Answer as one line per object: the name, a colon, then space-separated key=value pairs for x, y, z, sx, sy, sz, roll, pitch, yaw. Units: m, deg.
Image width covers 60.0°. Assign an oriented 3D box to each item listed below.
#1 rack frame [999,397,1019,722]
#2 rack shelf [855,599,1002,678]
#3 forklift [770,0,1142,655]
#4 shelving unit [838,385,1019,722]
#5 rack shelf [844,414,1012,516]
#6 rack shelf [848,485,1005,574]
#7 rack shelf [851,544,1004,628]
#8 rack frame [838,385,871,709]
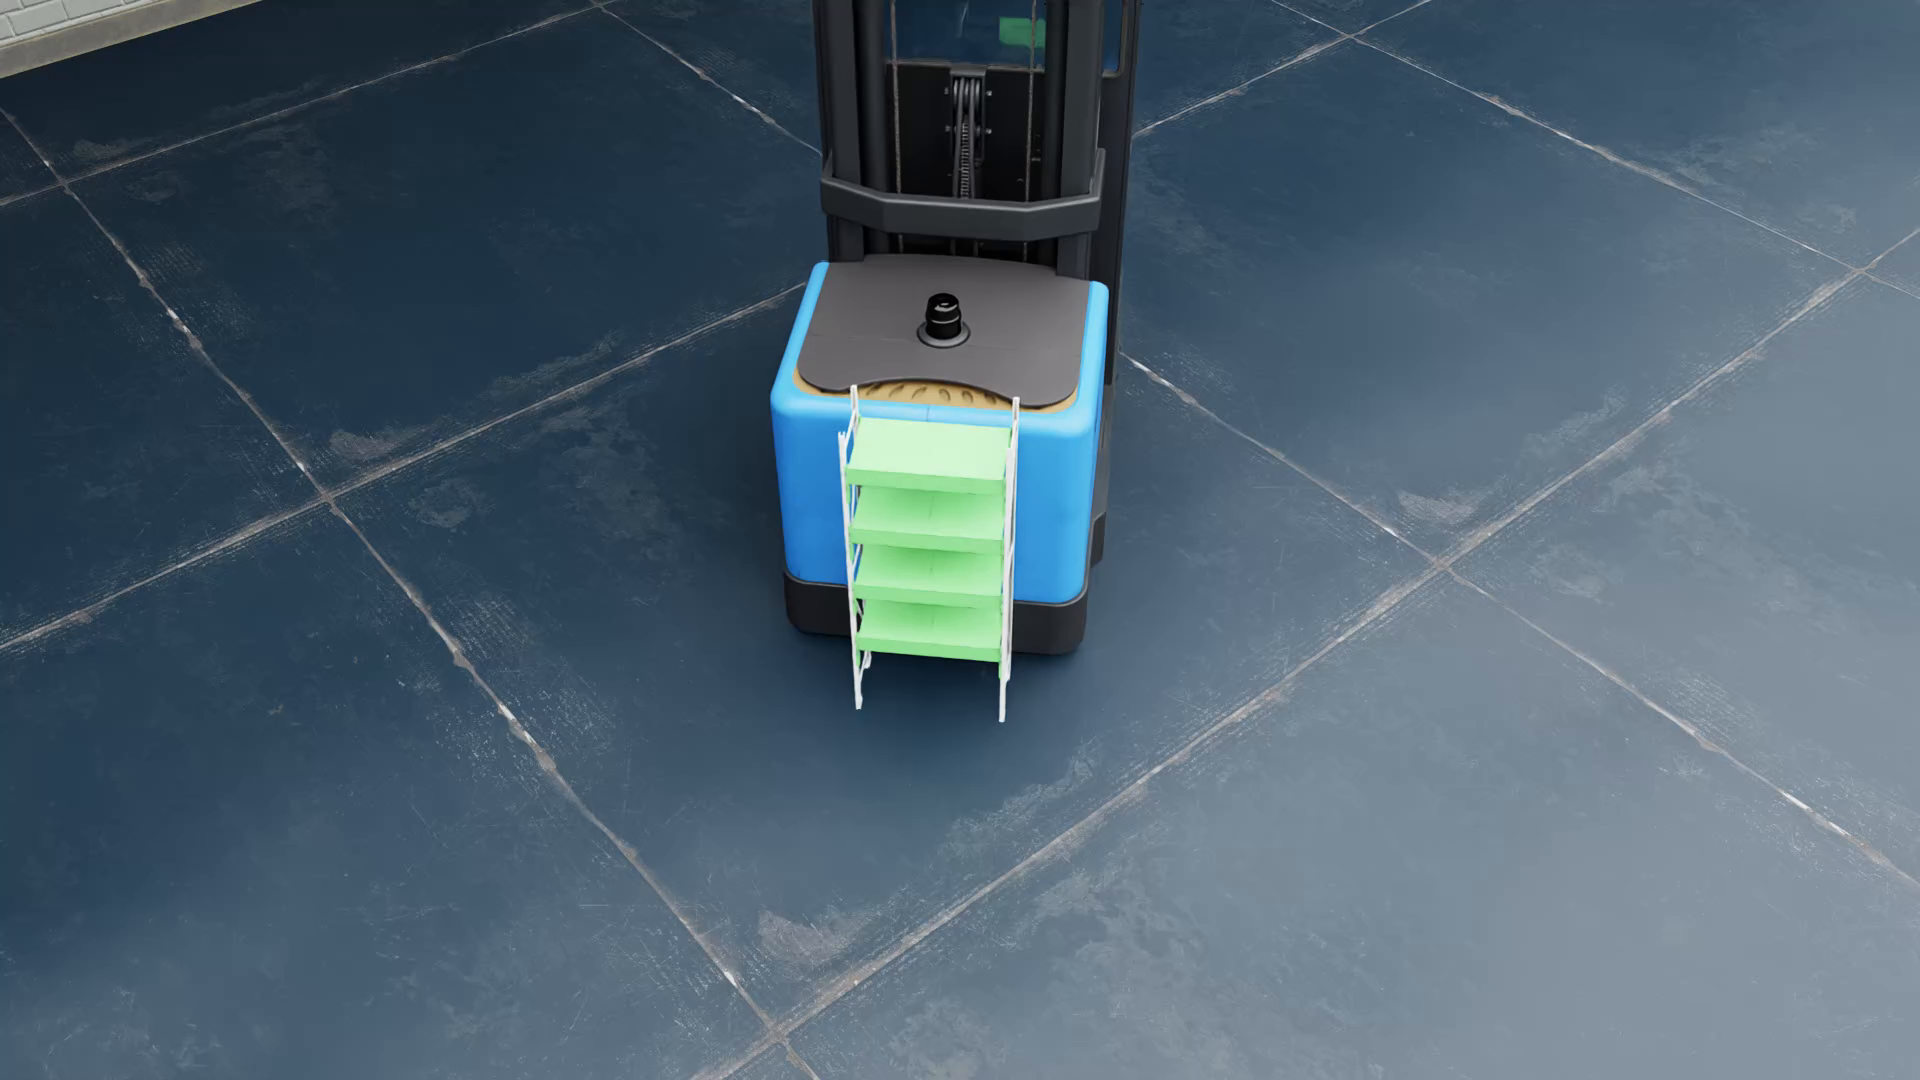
rack frame: x=0.154 y=0.094 z=5.273 sx=0.015 sy=1.200 sz=0.240 roll=5 pitch=43 yaw=5
rack shelf: x=-0.089 y=0.296 z=5.502 sx=0.480 sy=0.148 sz=0.258 roll=5 pitch=43 yaw=5
forklift: x=0.087 y=-1.686 z=5.904 sx=1.130 sy=2.935 sz=3.031 roll=5 pitch=43 yaw=5
shelving unit: x=-0.089 y=0.075 z=5.294 sx=0.503 sy=1.200 sz=0.258 roll=5 pitch=43 yaw=5
rack shelf: x=-0.089 y=-0.228 z=5.009 sx=0.480 sy=0.148 sz=0.258 roll=5 pitch=43 yaw=5
rack shelf: x=-0.089 y=-0.053 z=5.173 sx=0.480 sy=0.148 sz=0.258 roll=5 pitch=43 yaw=5
rack shelf: x=-0.089 y=0.121 z=5.338 sx=0.480 sy=0.148 sz=0.258 roll=5 pitch=43 yaw=5
rack frame: x=-0.331 y=0.055 z=5.315 sx=0.015 sy=1.200 sz=0.240 roll=5 pitch=43 yaw=5
